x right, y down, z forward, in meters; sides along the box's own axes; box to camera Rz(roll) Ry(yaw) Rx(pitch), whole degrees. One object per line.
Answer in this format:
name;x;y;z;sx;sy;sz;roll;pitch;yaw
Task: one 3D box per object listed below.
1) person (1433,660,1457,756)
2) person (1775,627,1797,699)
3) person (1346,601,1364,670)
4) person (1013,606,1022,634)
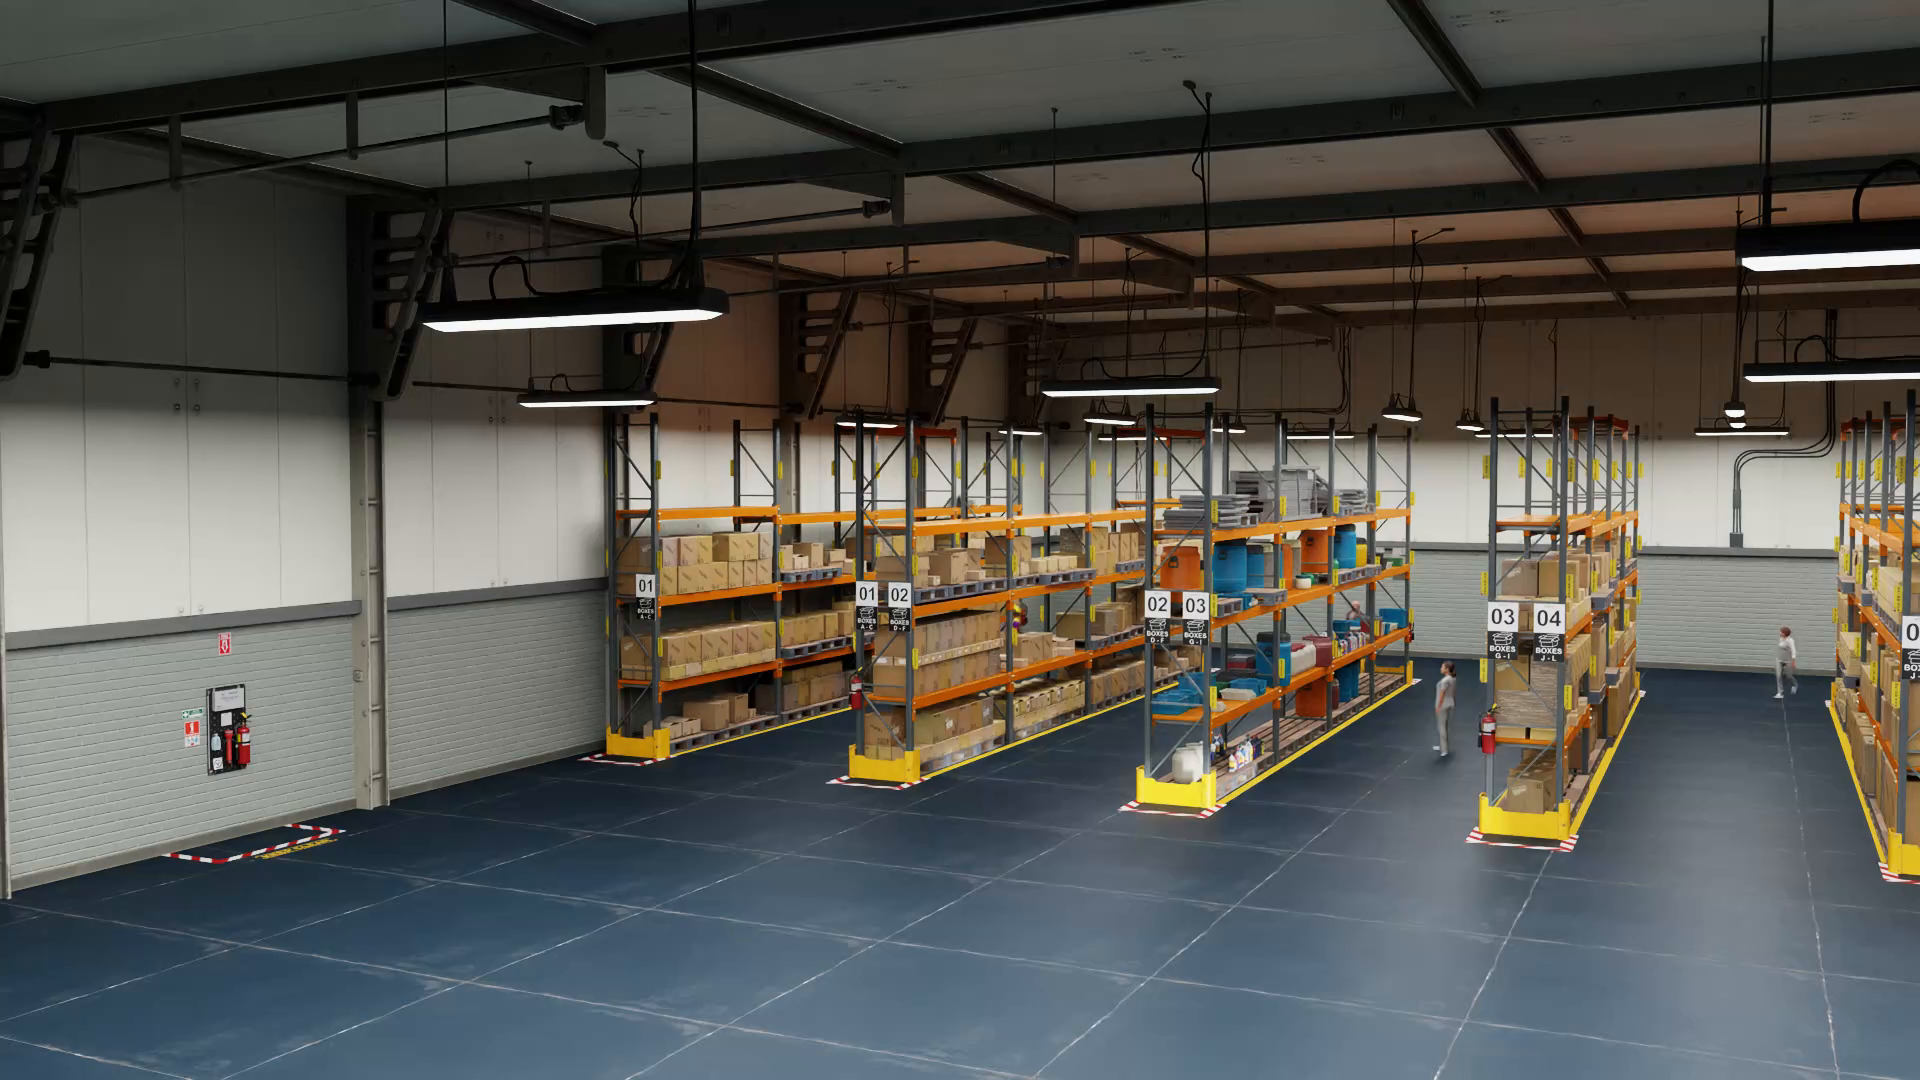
person;8.494;2.944;29.349;0.445;1.670;0.601;-1;3;-30
person;18.098;2.675;36.406;0.595;1.573;0.468;-2;3;-43
person;9.704;2.380;41.108;0.548;1.734;1.033;1;3;30
person;1.273;2.452;39.948;0.414;1.774;0.794;0;2;-4
